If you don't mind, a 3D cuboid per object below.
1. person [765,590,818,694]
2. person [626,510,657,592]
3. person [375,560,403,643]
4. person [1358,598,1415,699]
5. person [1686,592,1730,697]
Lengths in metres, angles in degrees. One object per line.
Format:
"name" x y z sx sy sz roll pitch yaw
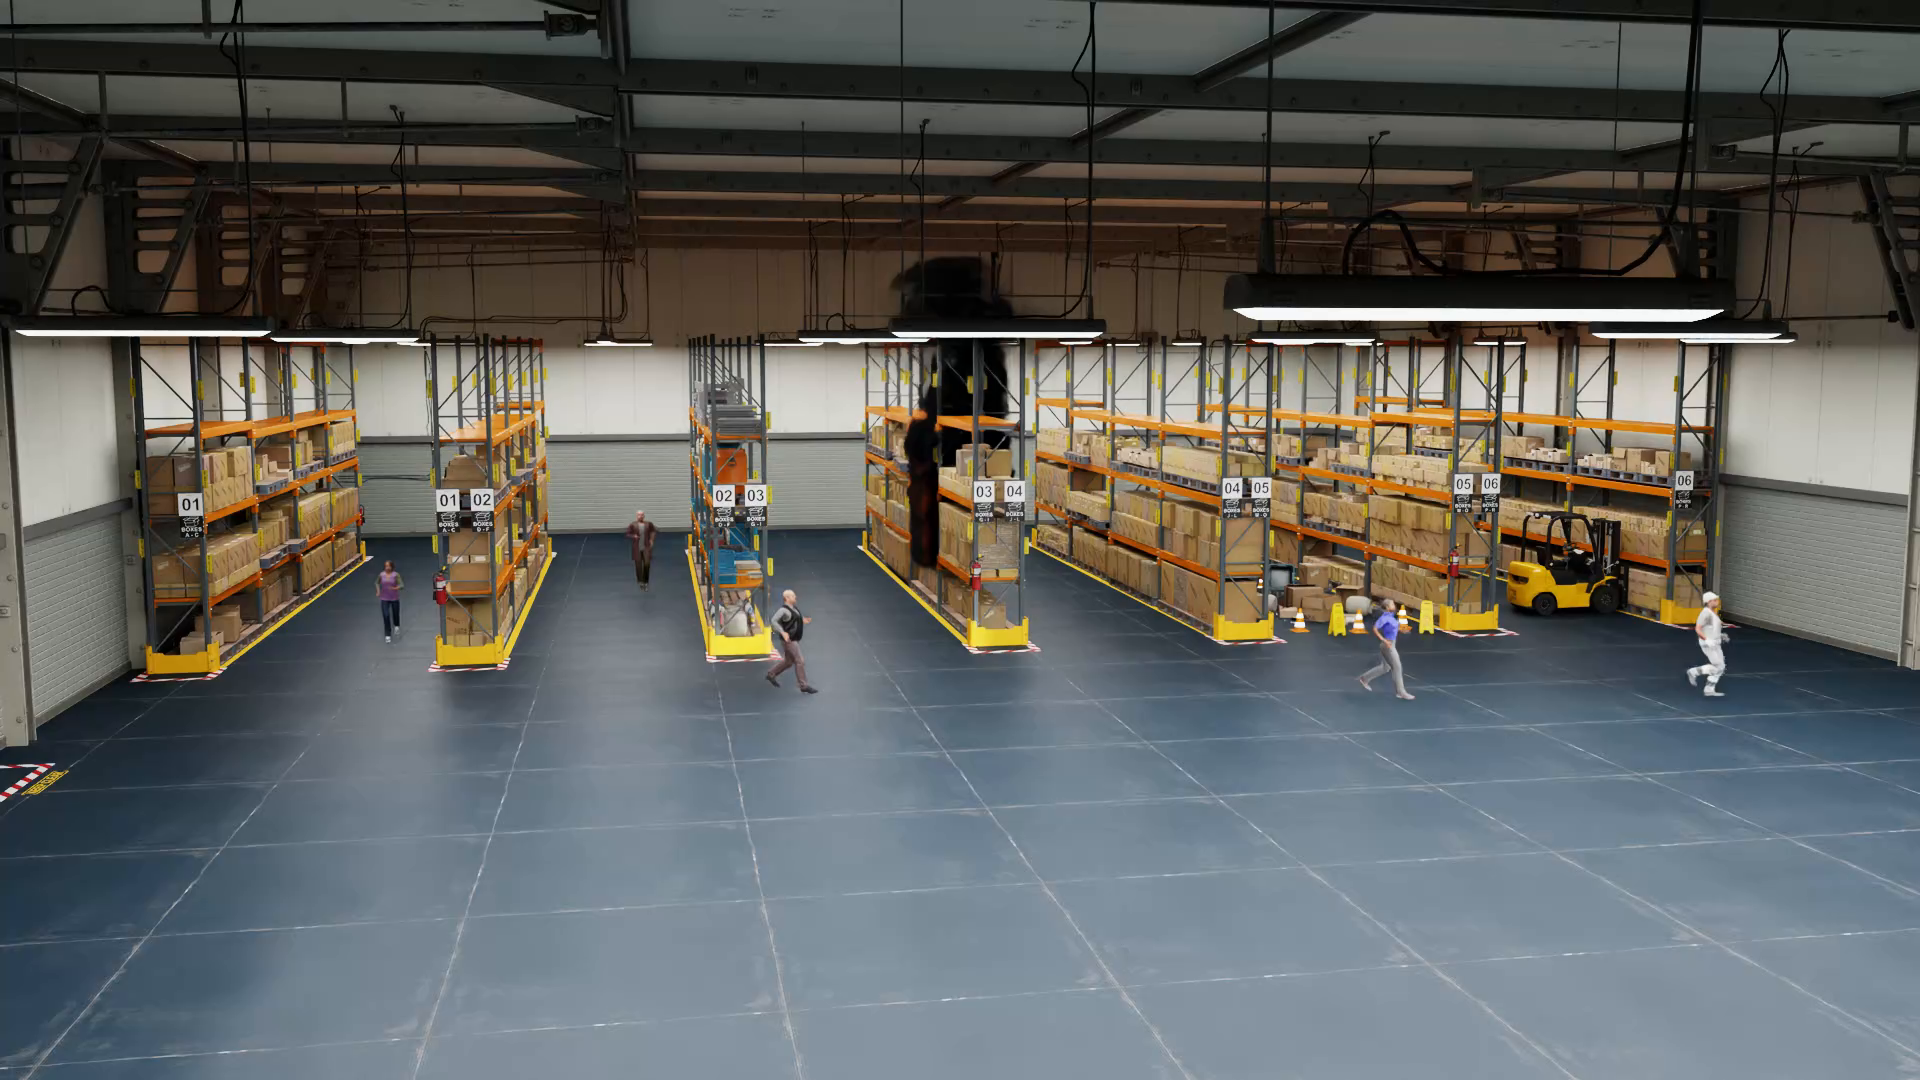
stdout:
"person" -2.819 1.681 27.673 0.969 1.705 0.656 1 7 10
"person" -7.216 0.260 37.752 0.687 1.863 0.725 -2 7 -13
"person" -11.215 1.191 32.700 0.543 1.552 0.878 -2 7 -13
"person" 7.010 1.767 27.301 0.931 1.634 0.581 2 7 19
"person" 12.380 1.726 27.511 0.592 1.741 0.672 5 8 36
